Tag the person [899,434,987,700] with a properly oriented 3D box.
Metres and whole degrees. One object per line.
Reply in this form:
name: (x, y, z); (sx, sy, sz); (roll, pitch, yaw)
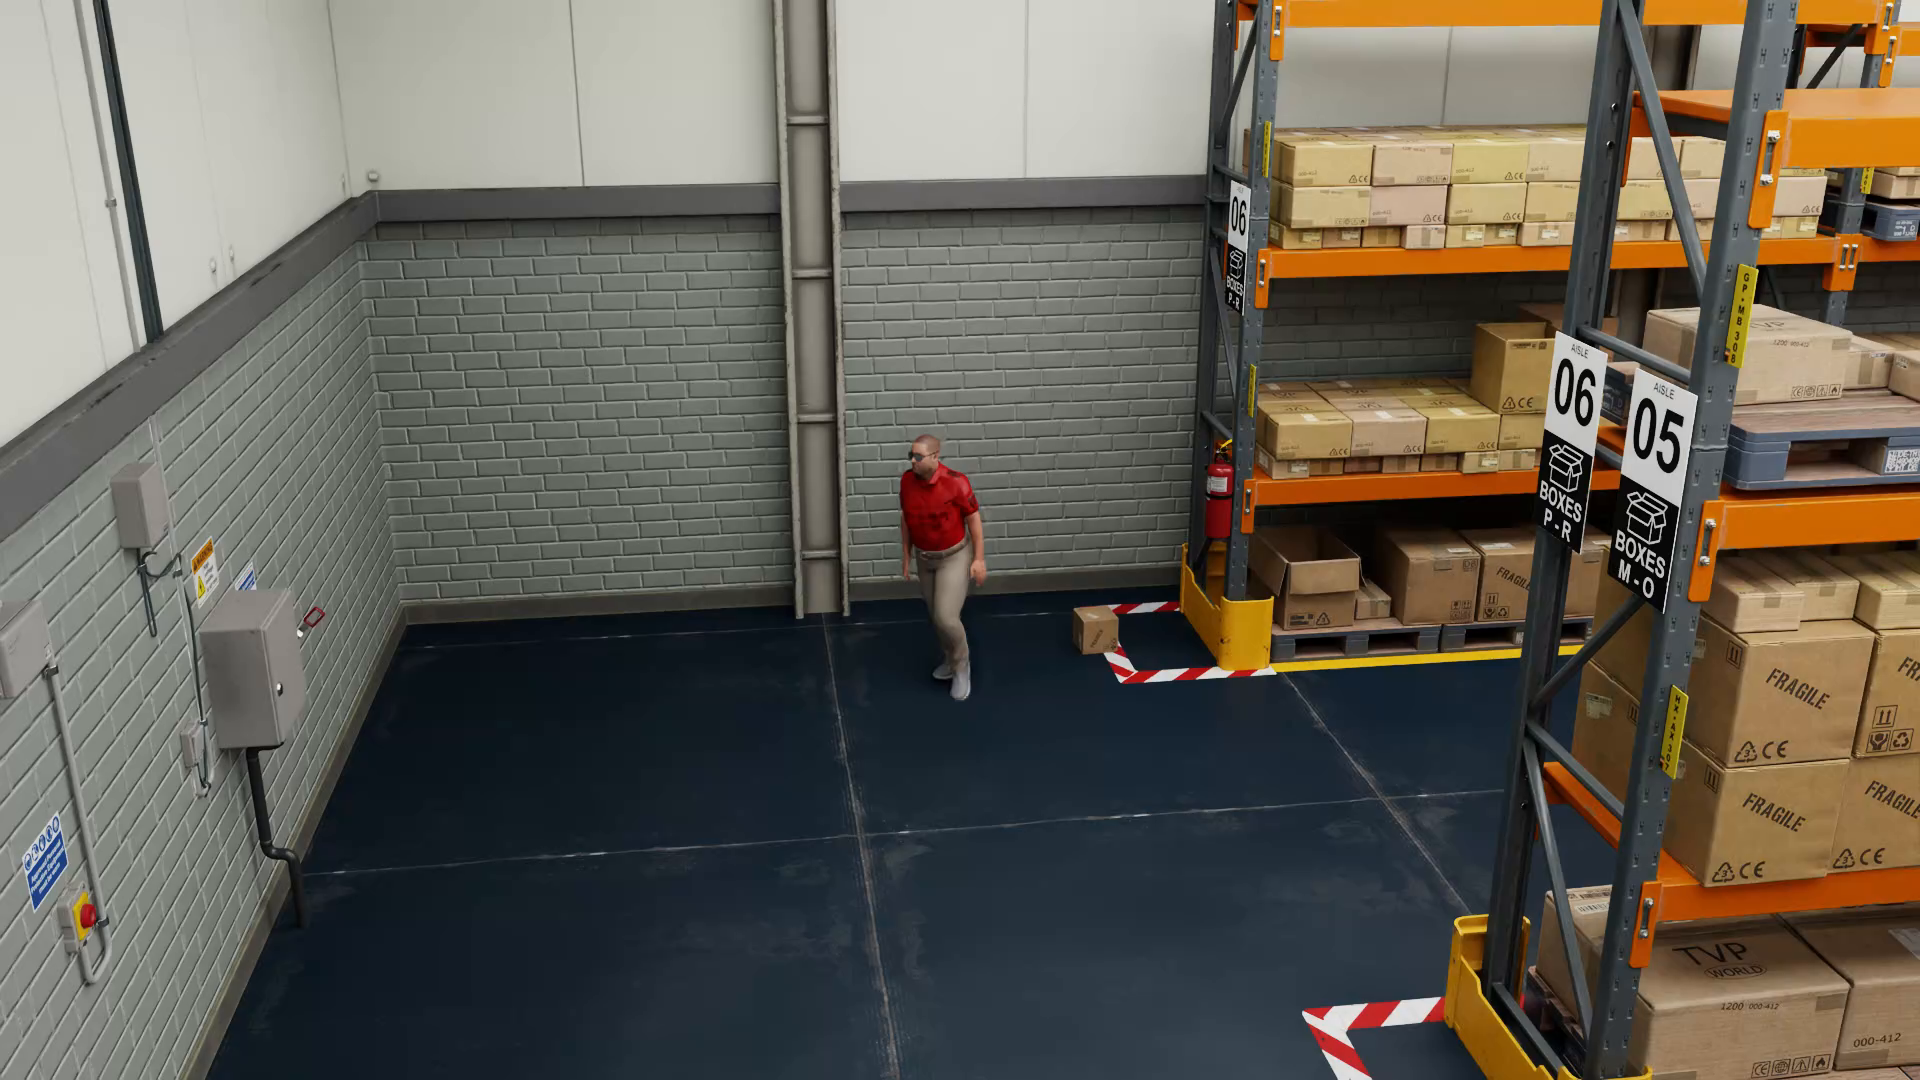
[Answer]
person: (-0.105, 0.141, 10.749); (0.600, 1.753, 0.515); (15, 24, 35)
